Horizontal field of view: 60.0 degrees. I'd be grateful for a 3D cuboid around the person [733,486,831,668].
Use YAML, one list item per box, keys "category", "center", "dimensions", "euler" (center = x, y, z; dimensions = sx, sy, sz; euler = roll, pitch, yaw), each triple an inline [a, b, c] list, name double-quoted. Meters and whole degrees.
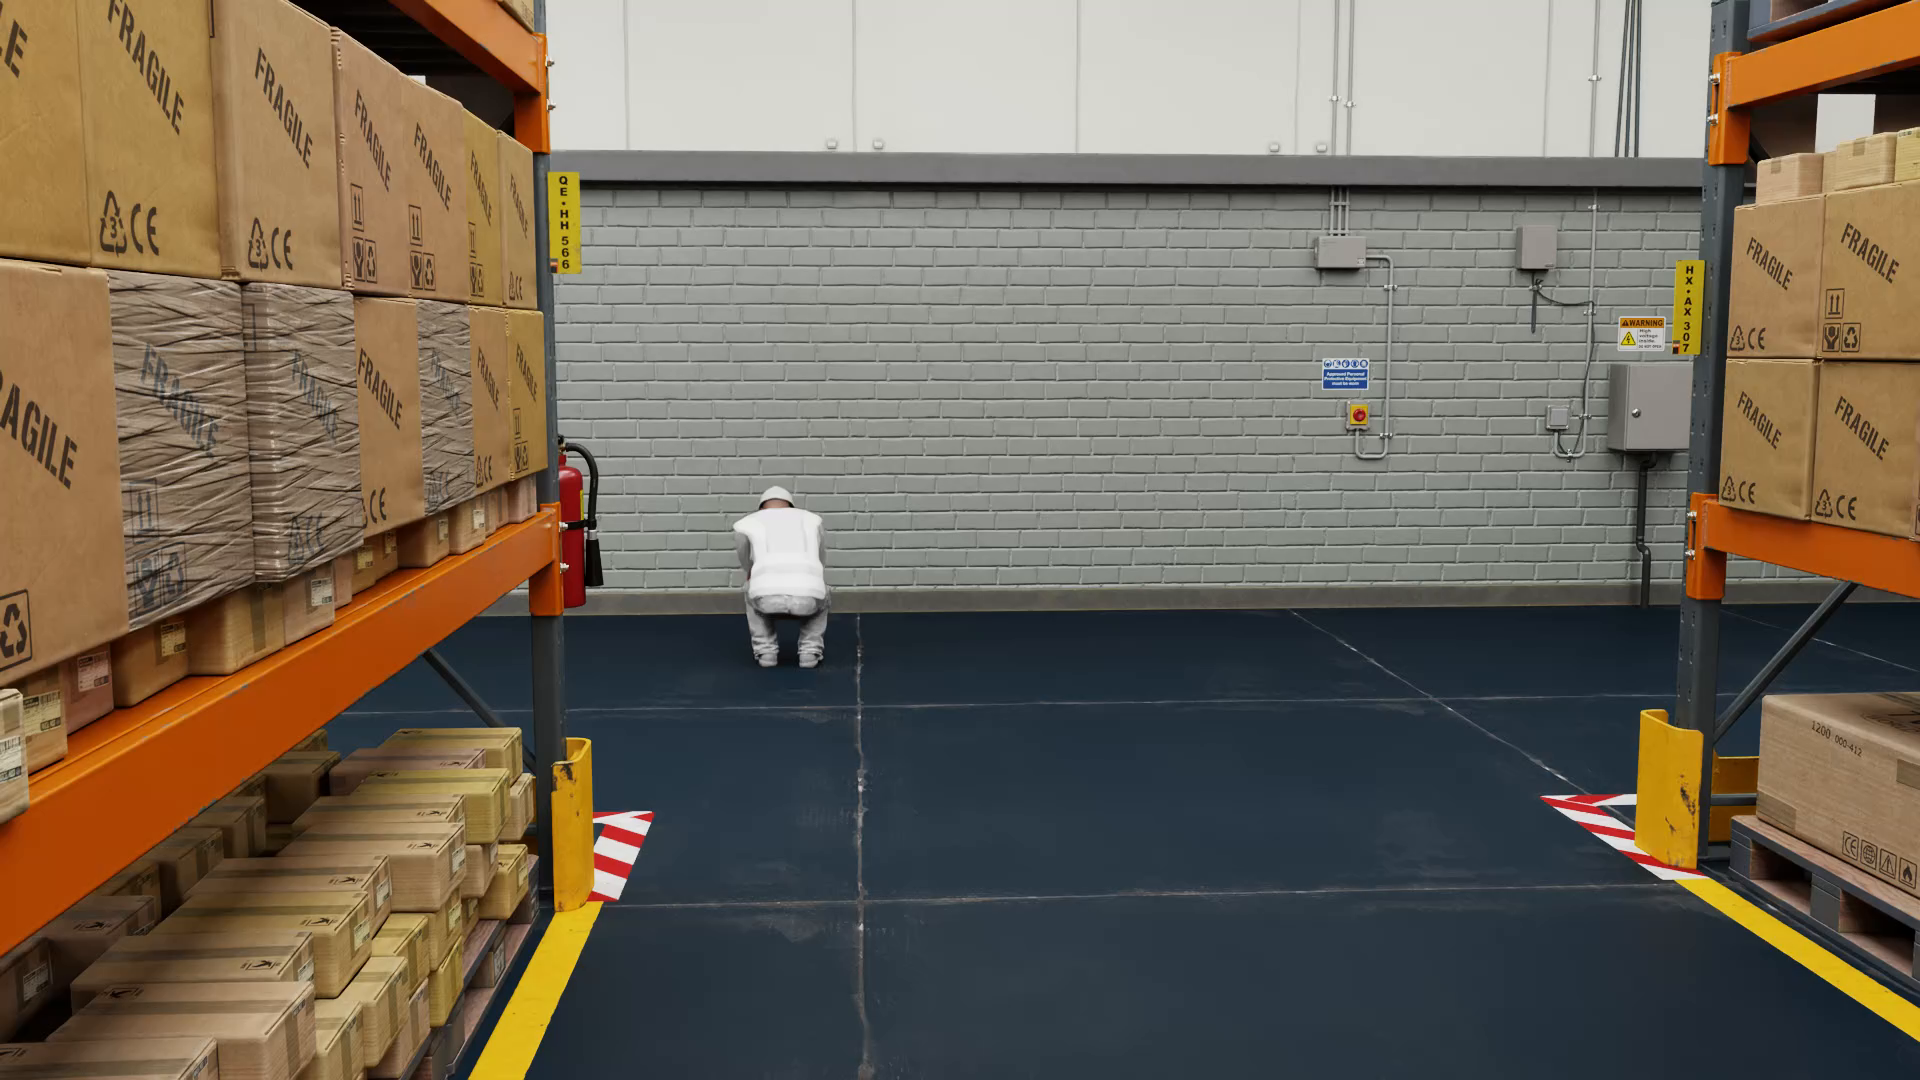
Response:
- category: "person"
  center: [-1.040, 0.211, 9.725]
  dimensions: [0.564, 1.005, 0.910]
  euler: [-1, 7, -5]
